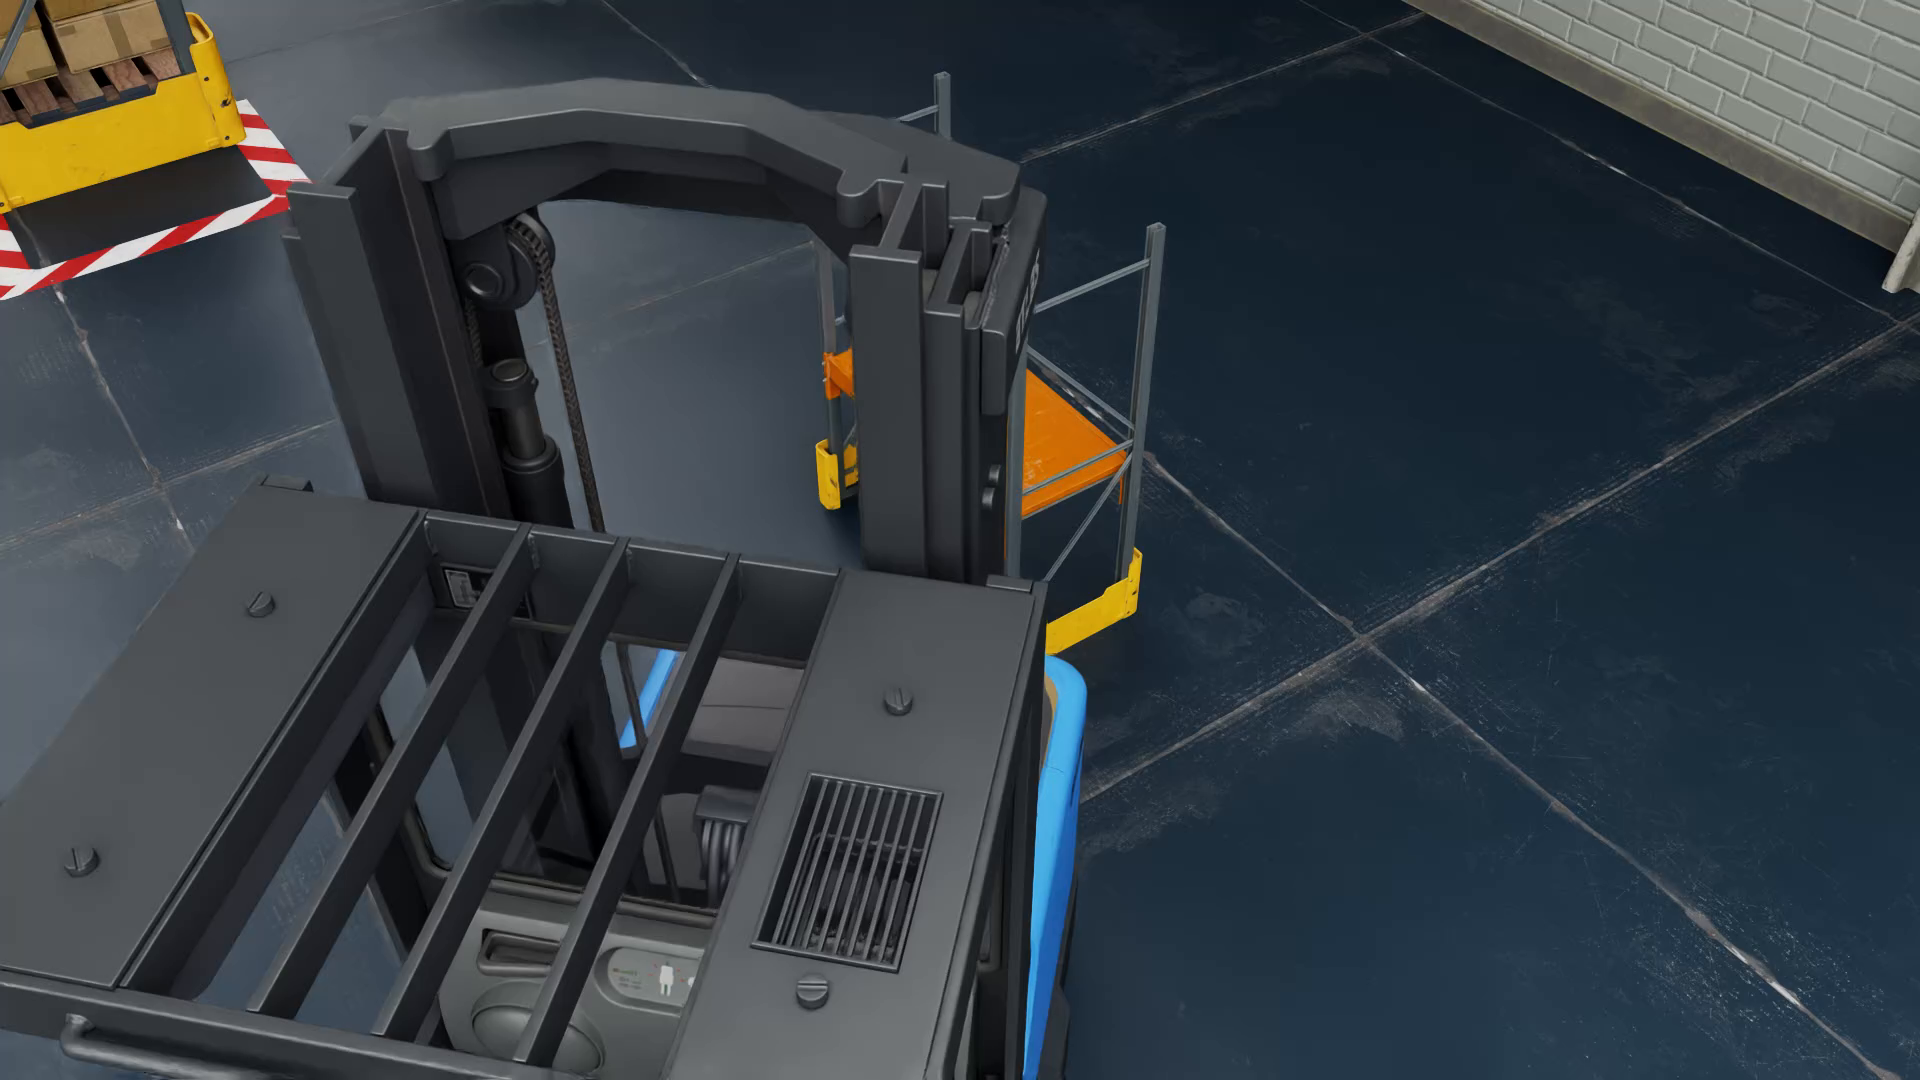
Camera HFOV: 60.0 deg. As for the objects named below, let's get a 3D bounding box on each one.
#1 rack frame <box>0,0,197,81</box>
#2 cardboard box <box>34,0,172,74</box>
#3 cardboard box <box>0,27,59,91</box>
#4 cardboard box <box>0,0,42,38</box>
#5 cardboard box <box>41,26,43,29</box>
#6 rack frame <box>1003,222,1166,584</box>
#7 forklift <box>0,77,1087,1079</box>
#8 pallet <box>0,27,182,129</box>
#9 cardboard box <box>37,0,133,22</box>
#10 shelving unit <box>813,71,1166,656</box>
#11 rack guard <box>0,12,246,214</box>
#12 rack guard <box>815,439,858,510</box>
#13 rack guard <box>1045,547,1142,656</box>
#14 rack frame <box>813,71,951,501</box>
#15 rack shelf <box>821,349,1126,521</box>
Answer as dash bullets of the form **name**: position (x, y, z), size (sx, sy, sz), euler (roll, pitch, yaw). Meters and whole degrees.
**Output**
- **rack frame**: position (-3.816, -2.760, 6.468), size (1.000, 3.000, 0.127), euler (-26, 49, -24)
- **cardboard box**: position (-4.051, -2.483, 7.866), size (0.500, 0.250, 0.500), euler (-26, 49, -25)
- **cardboard box**: position (-4.513, -2.282, 7.655), size (0.500, 0.250, 0.500), euler (-26, 49, -25)
- **cardboard box**: position (-4.488, -2.539, 7.381), size (0.500, 0.500, 0.500), euler (-25, 49, -24)
- **cardboard box**: position (-4.337, -2.775, 8.172), size (0.500, 0.250, 0.500), euler (-24, 49, -23)
- **rack frame**: position (0.340, -0.206, 4.880), size (0.500, 1.500, 0.032), euler (-26, 49, -24)
- **forklift**: position (-0.478, 0.930, 2.653), size (1.130, 2.935, 3.031), euler (8, 44, 8)
- **pallet**: position (-4.295, -2.268, 7.973), size (1.003, 0.211, 1.213), euler (-26, 49, -24)
- **cardboard box**: position (-4.065, -2.767, 7.621), size (0.500, 0.500, 0.500), euler (-27, 50, -26)
- **shelving unit**: position (0.044, -0.499, 5.187), size (0.587, 1.500, 1.083), euler (-26, 49, -24)
- **rack guard**: position (-3.860, -1.898, 7.377), size (1.175, 0.500, 0.348), euler (-26, 49, -24)
- **rack guard**: position (-0.241, -0.329, 5.914), size (0.587, 0.250, 0.087), euler (-26, 49, -24)
- **rack guard**: position (0.329, 0.235, 5.323), size (0.587, 0.250, 0.087), euler (-26, 49, -24)
- **rack frame**: position (-0.242, -0.782, 5.483), size (0.500, 1.500, 0.032), euler (-26, 49, -24)
- **rack shelf**: position (0.049, -0.364, 5.306), size (0.538, 0.185, 1.000), euler (-26, 49, -24)
